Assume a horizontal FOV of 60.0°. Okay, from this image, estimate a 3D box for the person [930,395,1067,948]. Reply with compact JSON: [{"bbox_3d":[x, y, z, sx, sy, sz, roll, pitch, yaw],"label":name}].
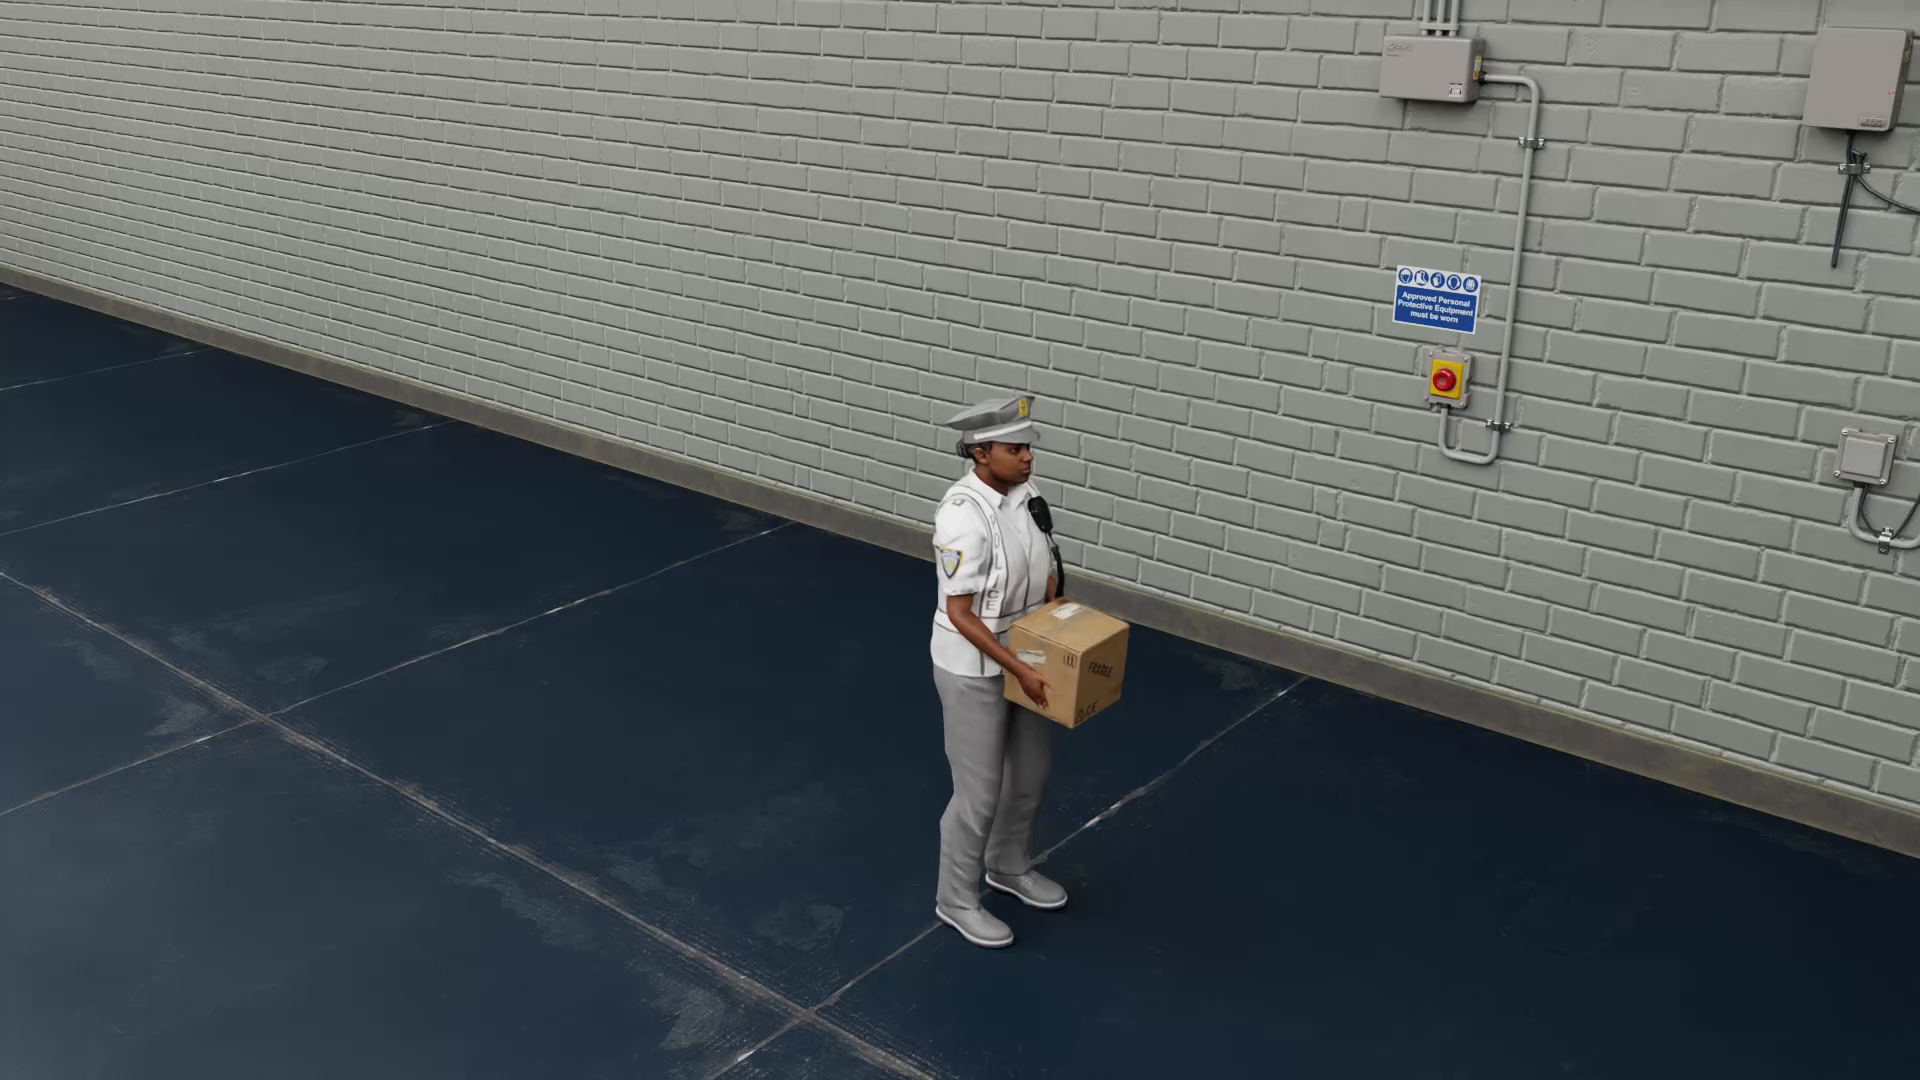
[{"bbox_3d":[0.164,0.388,4.983,0.488,1.691,0.472,16,25,36],"label":"person"}]
